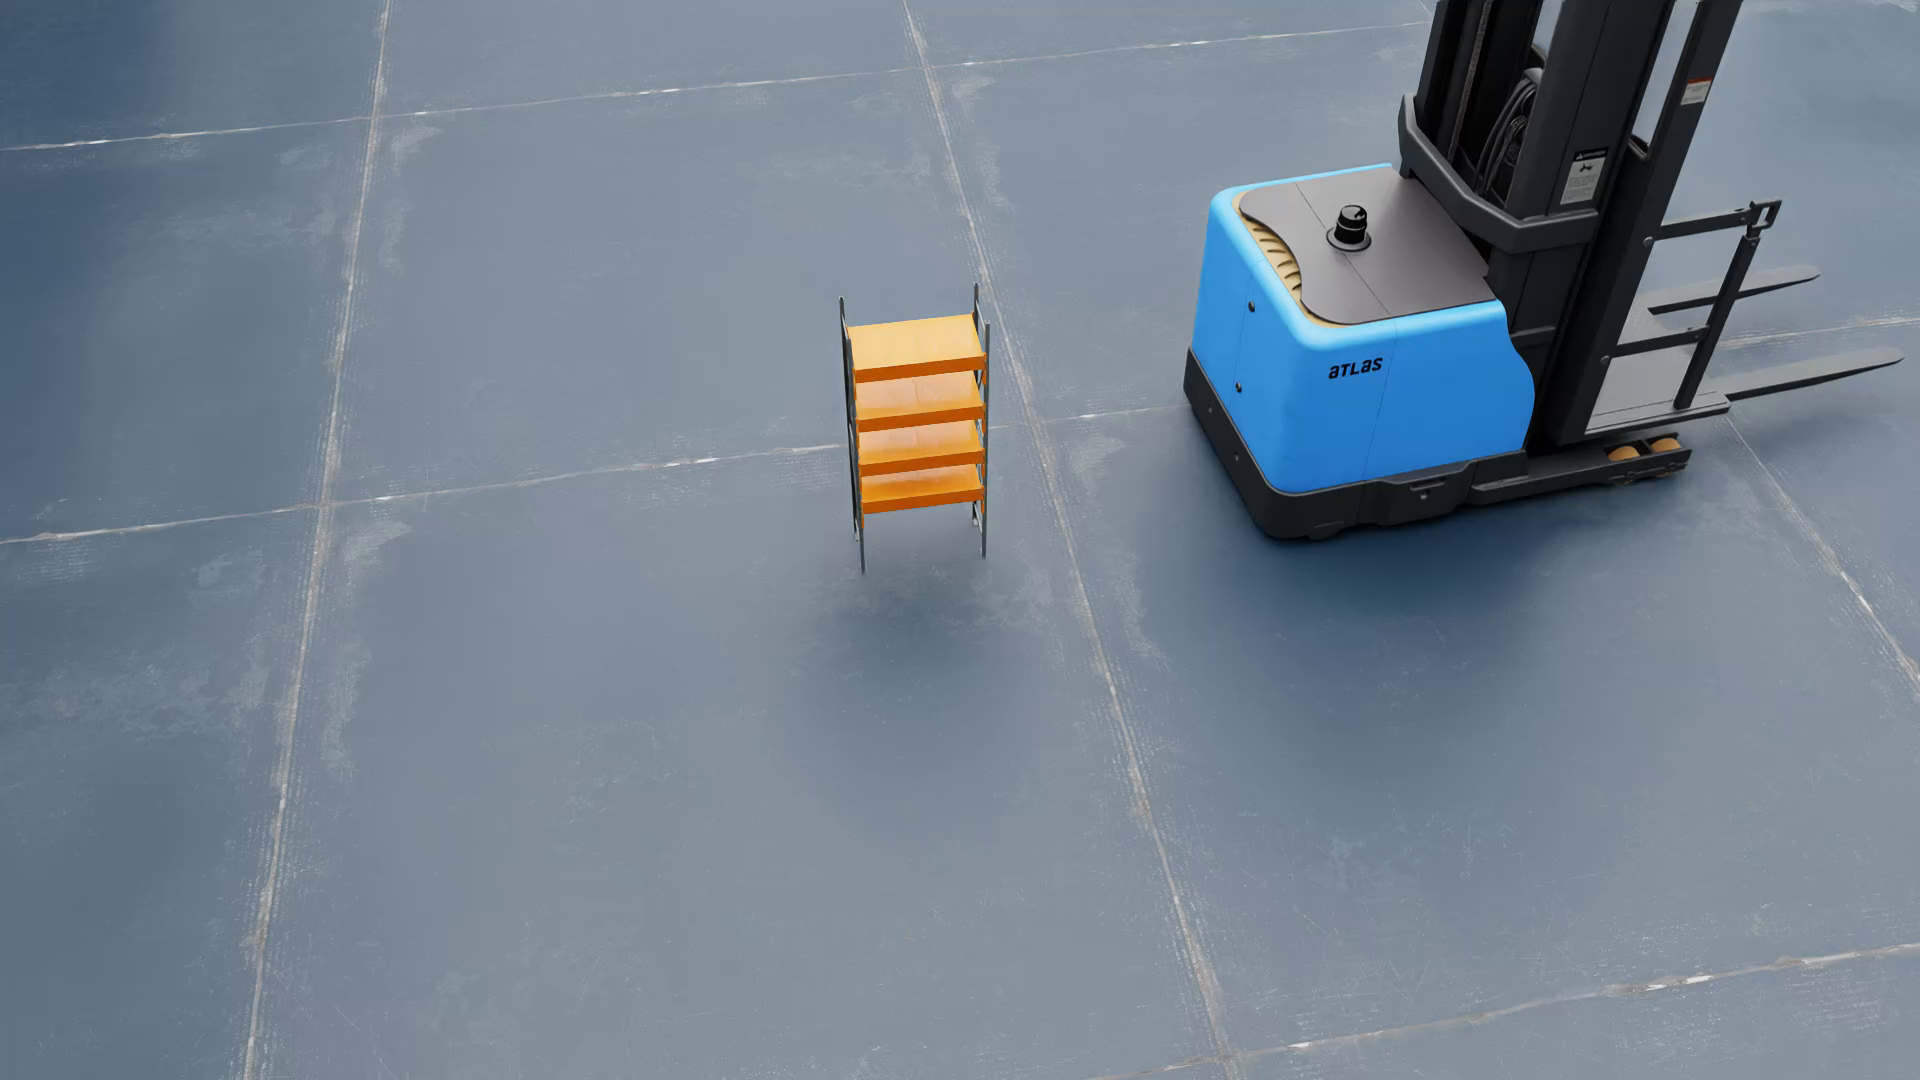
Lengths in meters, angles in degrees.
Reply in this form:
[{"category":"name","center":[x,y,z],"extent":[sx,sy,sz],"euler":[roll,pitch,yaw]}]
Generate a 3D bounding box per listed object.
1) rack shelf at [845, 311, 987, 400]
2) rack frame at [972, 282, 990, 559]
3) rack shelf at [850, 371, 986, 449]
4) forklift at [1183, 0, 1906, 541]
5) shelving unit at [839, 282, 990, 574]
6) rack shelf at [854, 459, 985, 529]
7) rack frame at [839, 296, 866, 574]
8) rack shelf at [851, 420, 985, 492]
[{"category":"rack shelf","center":[-0.163,-0.669,6.015],"extent":[0.480,0.148,0.258],"euler":[-7,46,-7]},{"category":"rack frame","center":[0.077,-0.426,6.327],"extent":[0.015,1.200,0.240],"euler":[-7,46,-7]},{"category":"rack shelf","center":[-0.163,-0.504,6.186],"extent":[0.480,0.148,0.258],"euler":[-7,46,-7]},{"category":"forklift","center":[2.554,-1.604,6.260],"extent":[3.031,2.935,1.130],"euler":[-11,47,-10]},{"category":"shelving unit","center":[-0.163,-0.396,6.298],"extent":[0.503,1.200,0.258],"euler":[-7,46,-7]},{"category":"rack shelf","center":[-0.163,-0.212,6.490],"extent":[0.480,0.148,0.258],"euler":[-7,46,-7]},{"category":"rack frame","center":[-0.404,-0.366,6.269],"extent":[0.015,1.200,0.240],"euler":[-7,46,-7]},{"category":"rack shelf","center":[-0.163,-0.349,6.347],"extent":[0.480,0.148,0.258],"euler":[-7,46,-7]}]
